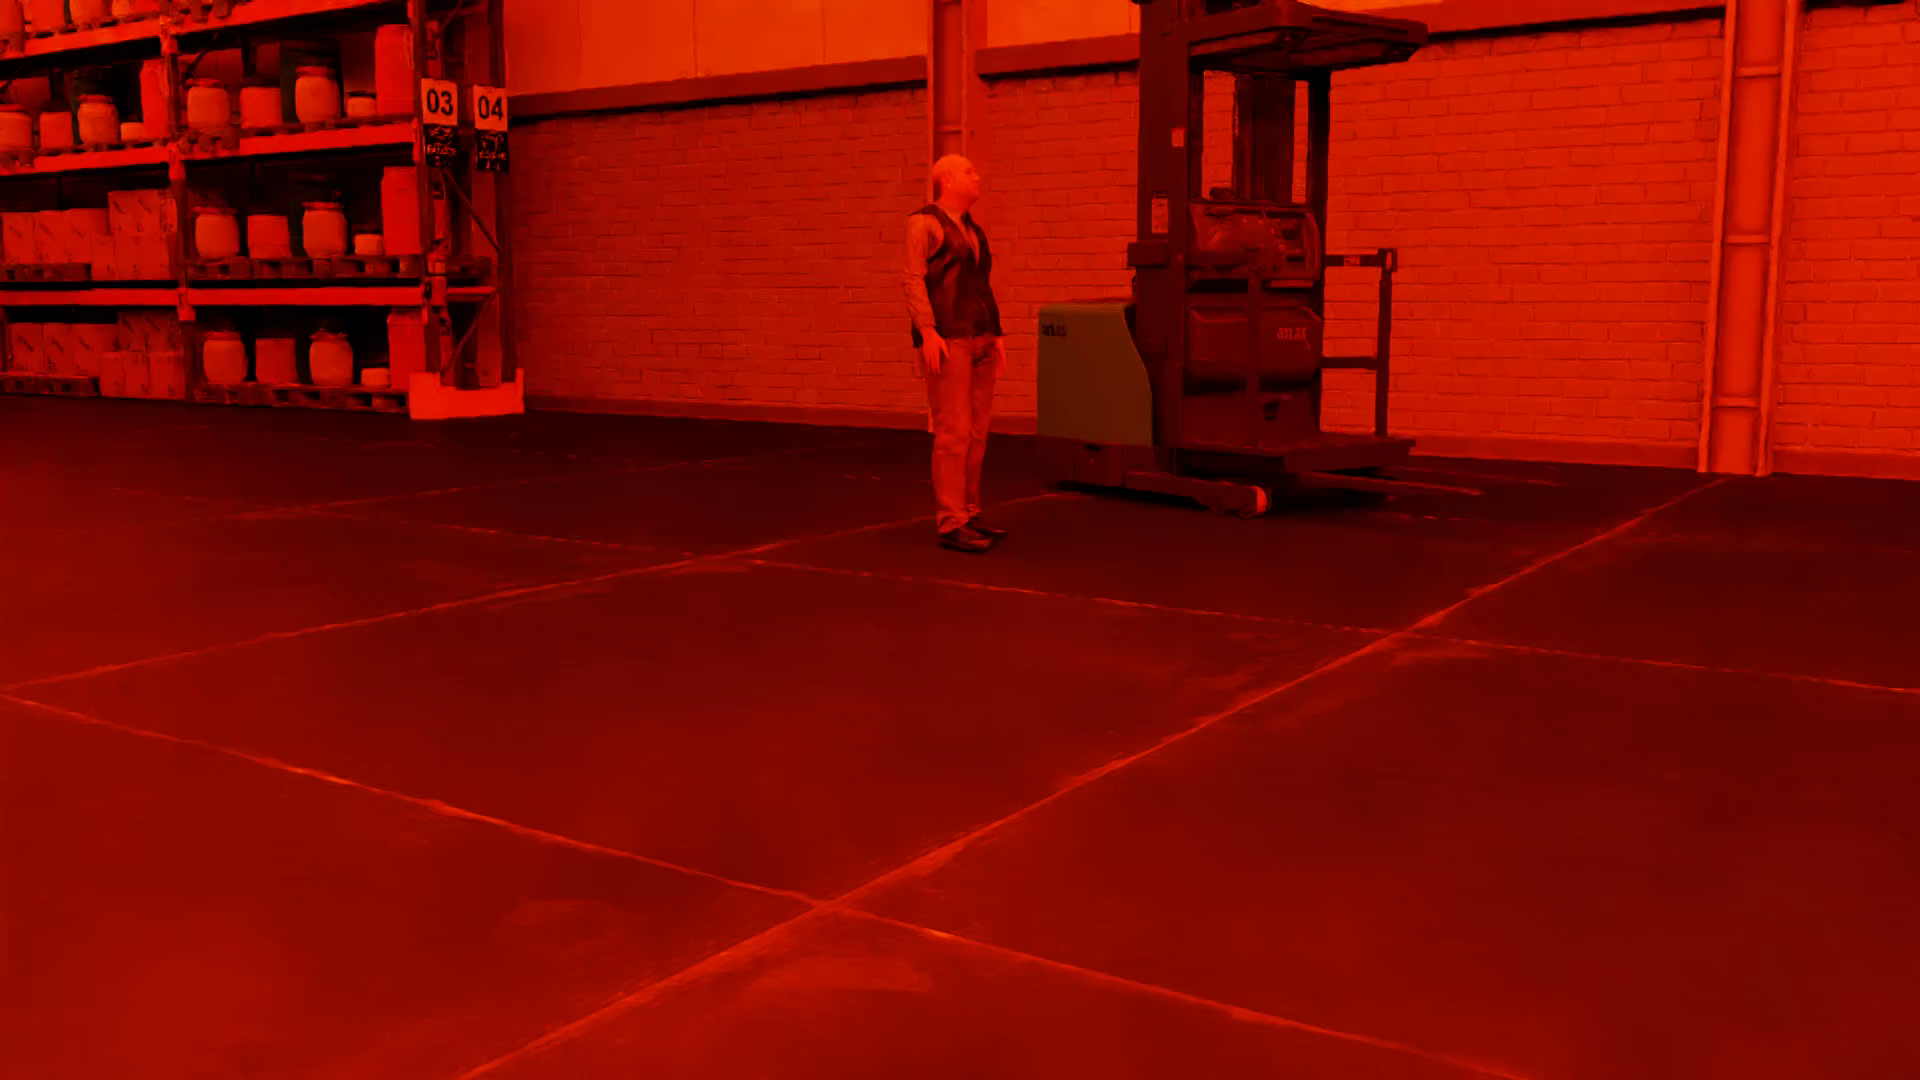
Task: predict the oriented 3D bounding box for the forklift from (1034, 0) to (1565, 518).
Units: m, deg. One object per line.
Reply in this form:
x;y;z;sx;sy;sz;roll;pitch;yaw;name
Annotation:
1.708;-1.639;8.720;1.130;2.935;3.031;-6;10;-36;forklift

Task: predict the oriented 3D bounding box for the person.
0.047;-0.853;7.440;0.567;1.720;0.632;5;10;34;person
